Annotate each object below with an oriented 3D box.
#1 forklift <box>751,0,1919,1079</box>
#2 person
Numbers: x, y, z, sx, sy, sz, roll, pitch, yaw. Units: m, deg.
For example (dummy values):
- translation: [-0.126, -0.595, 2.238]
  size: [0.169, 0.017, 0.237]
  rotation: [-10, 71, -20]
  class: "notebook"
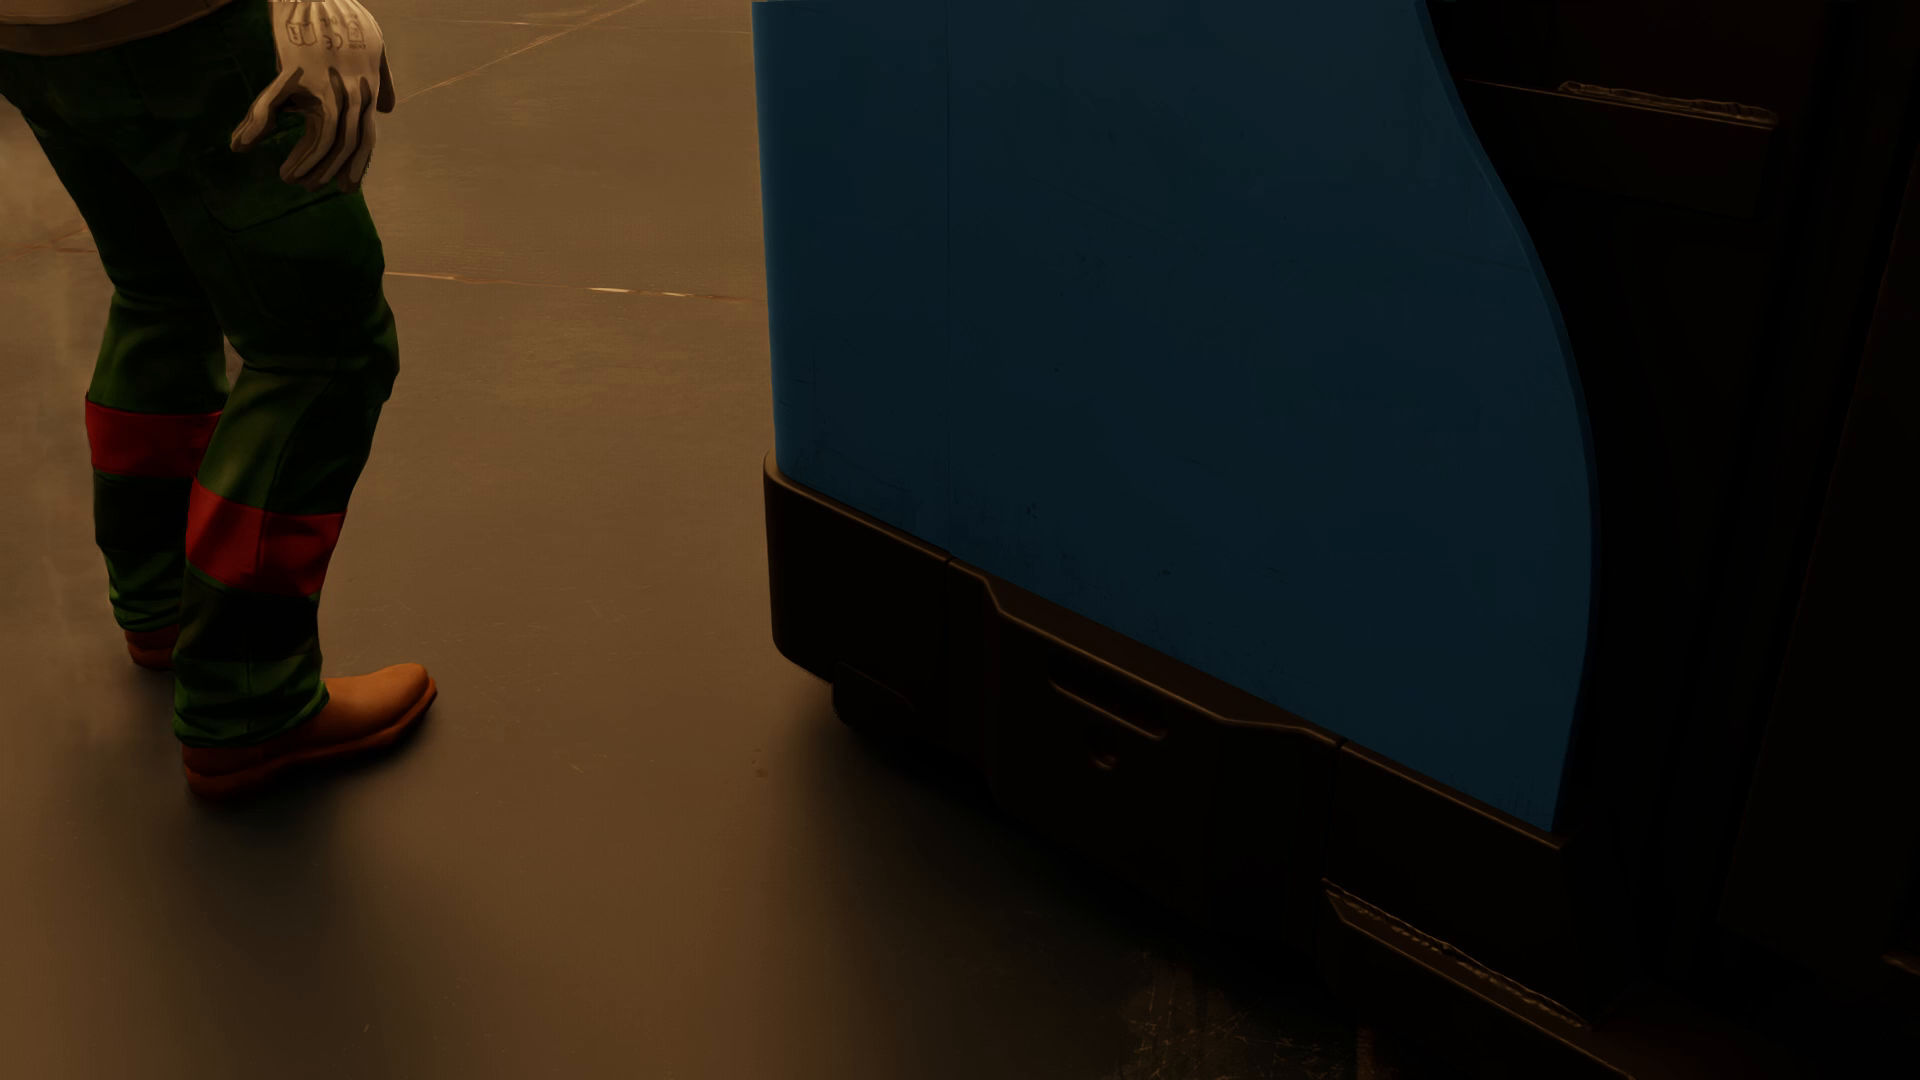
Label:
- translation: [1.158, -0.811, 0.853]
  size: [1.130, 2.935, 3.031]
  rotation: [-24, 35, -39]
  class: "forklift"
- translation: [-0.842, -0.573, 1.703]
  size: [0.815, 1.750, 0.398]
  rotation: [22, 34, 36]
  class: "person"
